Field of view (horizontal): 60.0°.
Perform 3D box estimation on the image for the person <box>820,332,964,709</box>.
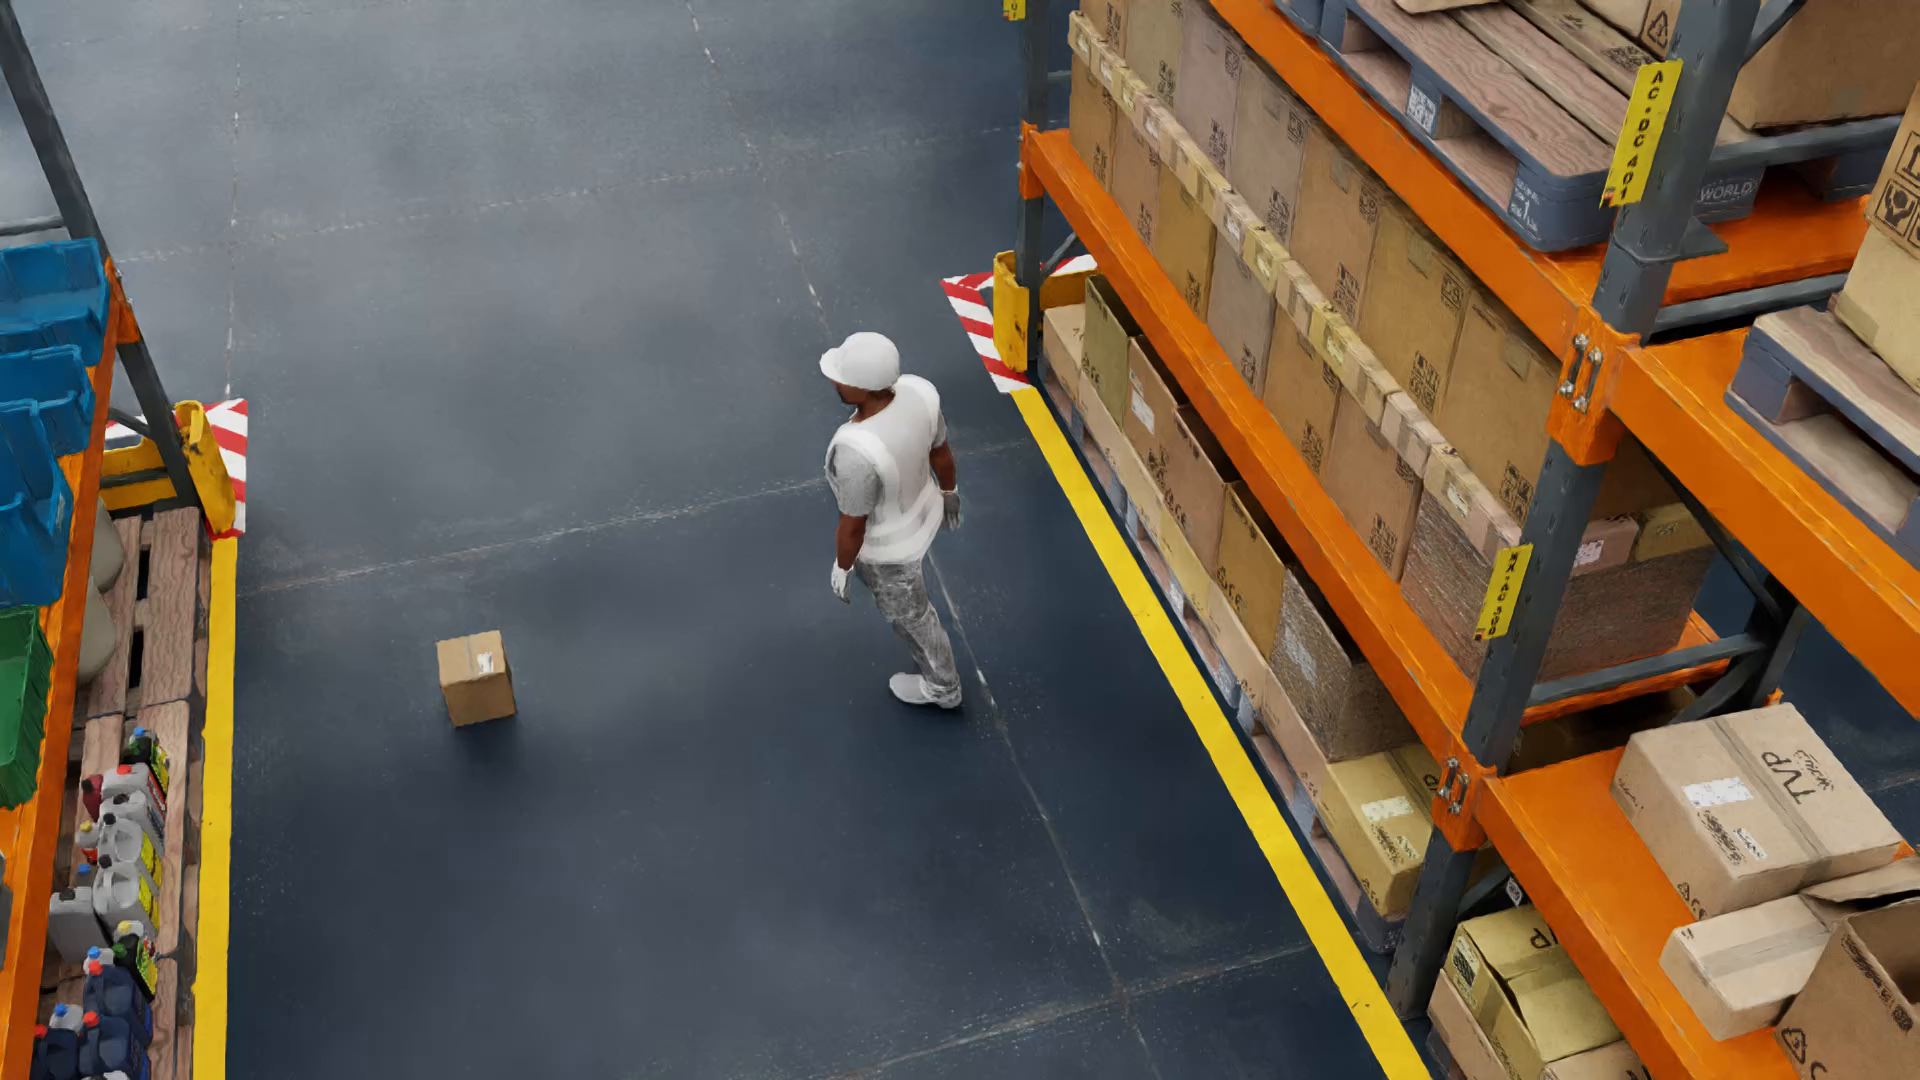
[{"bbox_3d":[-0.239,-0.042,6.152,0.503,1.765,0.635,14,44,16],"label":"person"}]
